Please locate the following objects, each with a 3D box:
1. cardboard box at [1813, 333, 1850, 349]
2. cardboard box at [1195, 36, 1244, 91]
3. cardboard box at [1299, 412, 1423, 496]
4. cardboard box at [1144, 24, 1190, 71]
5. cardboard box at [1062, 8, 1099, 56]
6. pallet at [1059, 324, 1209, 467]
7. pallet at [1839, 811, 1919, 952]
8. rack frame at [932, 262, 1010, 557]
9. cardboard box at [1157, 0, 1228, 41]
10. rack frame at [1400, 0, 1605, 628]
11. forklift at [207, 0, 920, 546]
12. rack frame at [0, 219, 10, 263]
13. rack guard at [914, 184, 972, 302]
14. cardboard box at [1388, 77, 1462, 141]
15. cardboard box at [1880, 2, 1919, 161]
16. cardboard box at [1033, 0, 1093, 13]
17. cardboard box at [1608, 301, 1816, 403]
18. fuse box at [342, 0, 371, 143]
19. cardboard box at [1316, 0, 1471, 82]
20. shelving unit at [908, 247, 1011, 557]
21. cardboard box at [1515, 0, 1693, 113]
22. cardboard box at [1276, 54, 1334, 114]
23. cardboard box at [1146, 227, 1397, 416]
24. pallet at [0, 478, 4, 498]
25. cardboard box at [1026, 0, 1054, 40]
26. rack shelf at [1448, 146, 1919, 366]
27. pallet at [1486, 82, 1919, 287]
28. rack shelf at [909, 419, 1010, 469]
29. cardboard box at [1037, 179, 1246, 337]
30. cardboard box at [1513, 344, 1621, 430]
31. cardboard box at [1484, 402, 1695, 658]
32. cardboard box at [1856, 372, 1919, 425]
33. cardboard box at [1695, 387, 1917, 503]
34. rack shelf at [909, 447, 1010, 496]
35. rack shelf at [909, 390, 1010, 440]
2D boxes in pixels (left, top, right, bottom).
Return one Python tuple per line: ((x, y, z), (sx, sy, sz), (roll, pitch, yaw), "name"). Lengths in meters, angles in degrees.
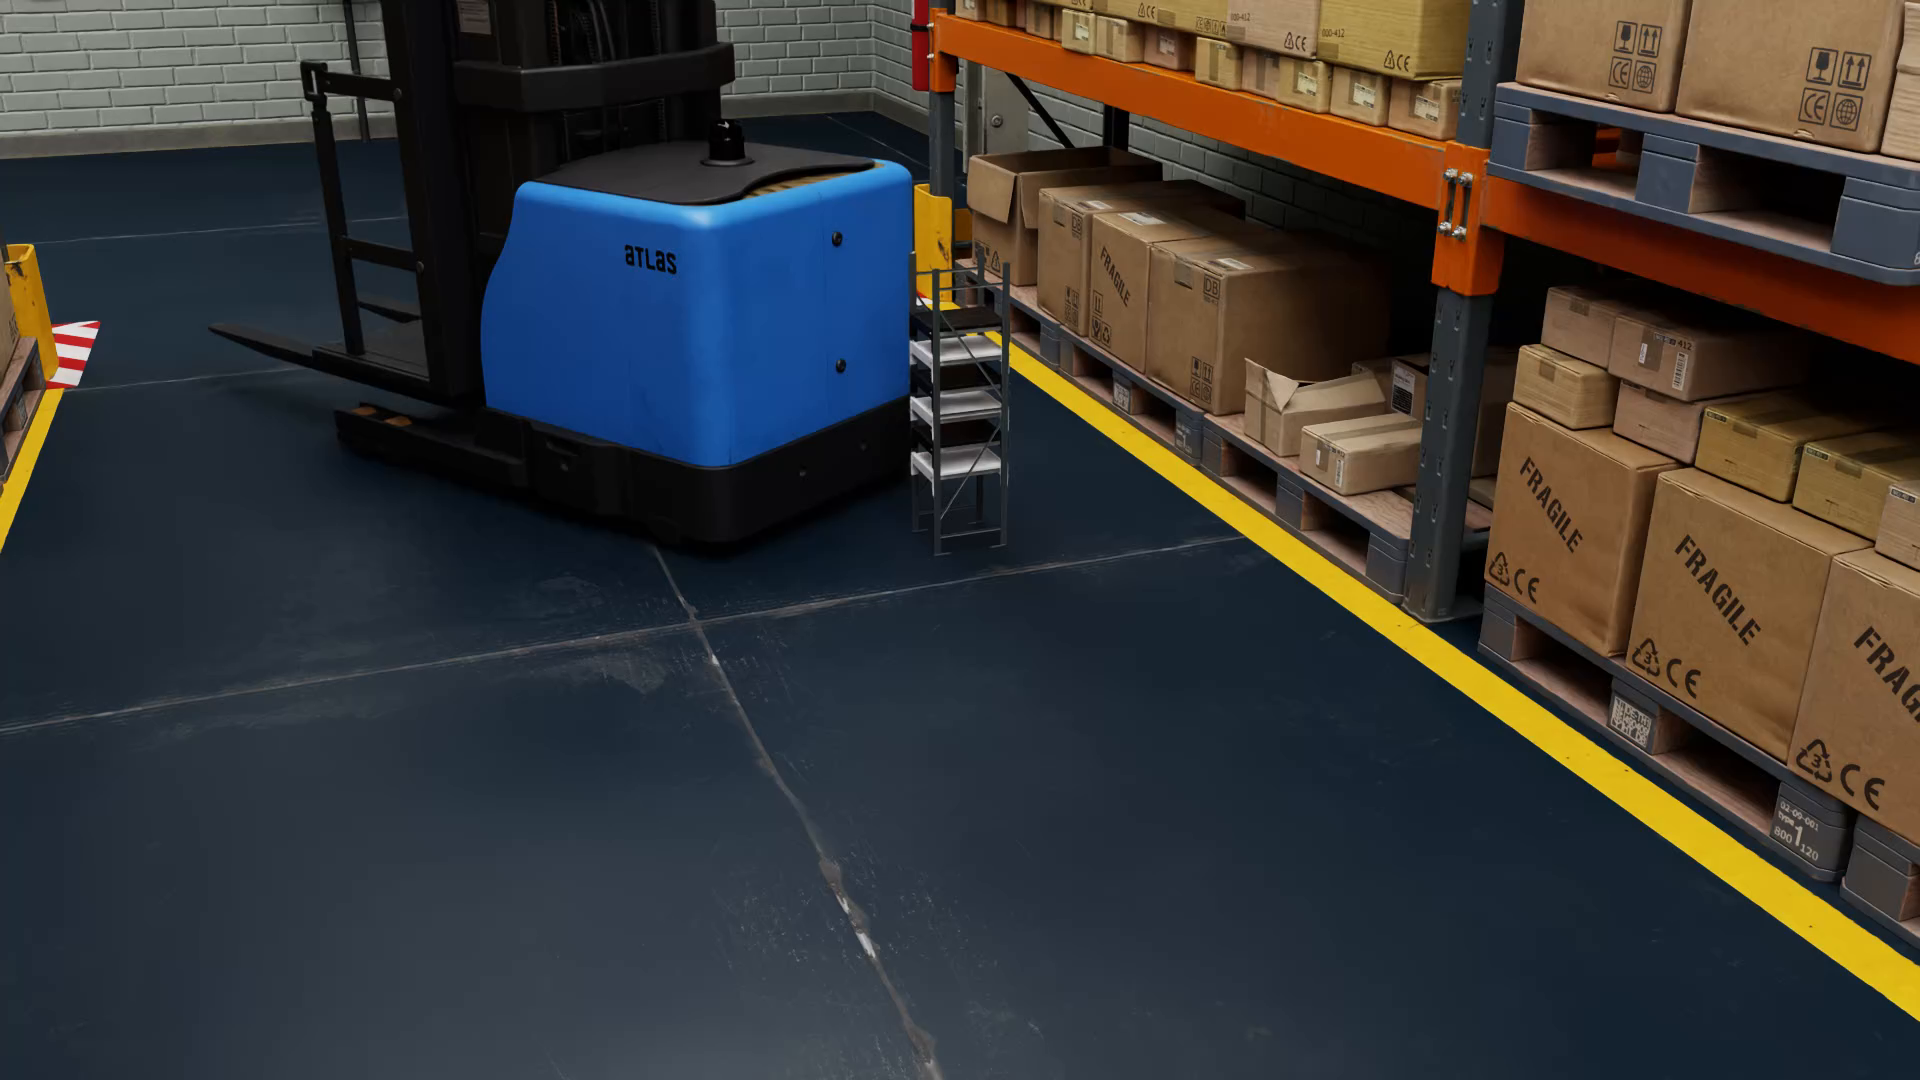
((2.154, -0.474, 4.355), (0.380, 0.149, 0.250), (-9, 25, -21), "cardboard box")
((0.995, -1.564, 5.421), (0.380, 0.149, 0.250), (-9, 24, -20), "cardboard box")
((1.283, -0.270, 5.157), (0.380, 0.149, 0.250), (-9, 25, -21), "cardboard box")
((0.877, -1.756, 5.878), (0.380, 0.149, 0.250), (-8, 24, -19), "cardboard box")
((0.609, -1.933, 6.298), (0.380, 0.149, 0.250), (-9, 24, -20), "cardboard box")
((1.078, -0.636, 6.488), (1.003, 0.211, 1.213), (-8, 24, -19), "pallet")
((2.512, 0.792, 3.100), (1.003, 0.211, 1.213), (-8, 24, -19), "pallet")
((0.033, -0.381, 4.995), (0.240, 0.900, 0.006), (-8, 24, -19), "rack frame")
((0.992, -1.810, 5.493), (0.500, 0.250, 0.500), (-9, 24, -19), "cardboard box")
((1.754, -1.228, 4.300), (1.000, 3.000, 0.127), (-8, 24, -19), "rack frame")
((-1.630, -1.770, 5.675), (3.031, 2.935, 1.130), (16, 28, 33), "forklift")
((-4.301, -1.999, 6.130), (1.000, 3.000, 0.127), (-8, 24, -19), "rack frame")
((0.368, -1.501, 8.169), (1.175, 0.500, 0.348), (-8, 24, -19), "rack guard")
((1.405, -1.193, 4.542), (0.380, 0.149, 0.250), (-8, 24, -18), "cardboard box")
((1.886, -0.802, 2.922), (0.396, 0.266, 0.258), (-7, 24, -16), "cardboard box")
((0.610, -2.180, 6.371), (0.500, 0.250, 0.500), (-9, 24, -20), "cardboard box")
((1.769, -0.451, 3.916), (0.380, 0.149, 0.250), (-10, 25, -22), "cardboard box")
((-4.298, -3.686, 11.791), (0.539, 1.711, 0.414), (-8, 24, -19), "fuse box")
((1.346, -1.447, 4.631), (0.500, 0.250, 0.500), (-8, 24, -18), "cardboard box")
((-0.003, -0.418, 5.082), (0.258, 0.900, 0.210), (-8, 24, -19), "shelving unit")
((1.716, -1.261, 3.710), (0.700, 0.500, 0.500), (-8, 24, -18), "cardboard box")
((1.179, -1.376, 4.975), (0.380, 0.149, 0.250), (-8, 24, -18), "cardboard box")
((1.101, -0.794, 5.950), (0.700, 0.500, 0.500), (-9, 25, -21), "cardboard box")
((-3.518, 0.009, 4.957), (1.003, 0.211, 1.213), (-8, 24, -19), "pallet")
((0.491, -2.131, 6.768), (0.380, 0.149, 0.250), (-8, 24, -17), "cardboard box")
((2.461, -0.169, 2.716), (1.077, 0.370, 4.000), (-8, 24, -19), "rack shelf")
((1.934, -0.834, 3.613), (1.003, 0.211, 1.213), (-8, 24, -19), "pallet")
((-0.003, -0.304, 5.130), (0.258, 0.077, 0.200), (-8, 24, -19), "rack shelf")
((0.734, -1.171, 6.845), (0.700, 0.500, 0.500), (-7, 24, -17), "cardboard box")
((1.632, -0.401, 4.182), (0.380, 0.149, 0.250), (-7, 24, -16), "cardboard box")
((1.715, -0.063, 4.214), (0.500, 0.500, 0.500), (-7, 24, -17), "cardboard box")
((2.346, -0.292, 3.923), (0.380, 0.149, 0.250), (-8, 24, -18), "cardboard box")
((1.904, -0.220, 3.751), (0.380, 0.149, 0.250), (-10, 25, -22), "cardboard box")
((-0.003, -0.221, 5.165), (0.258, 0.077, 0.200), (-8, 24, -19), "rack shelf")
((-0.003, -0.387, 5.095), (0.258, 0.077, 0.200), (-8, 24, -19), "rack shelf")
